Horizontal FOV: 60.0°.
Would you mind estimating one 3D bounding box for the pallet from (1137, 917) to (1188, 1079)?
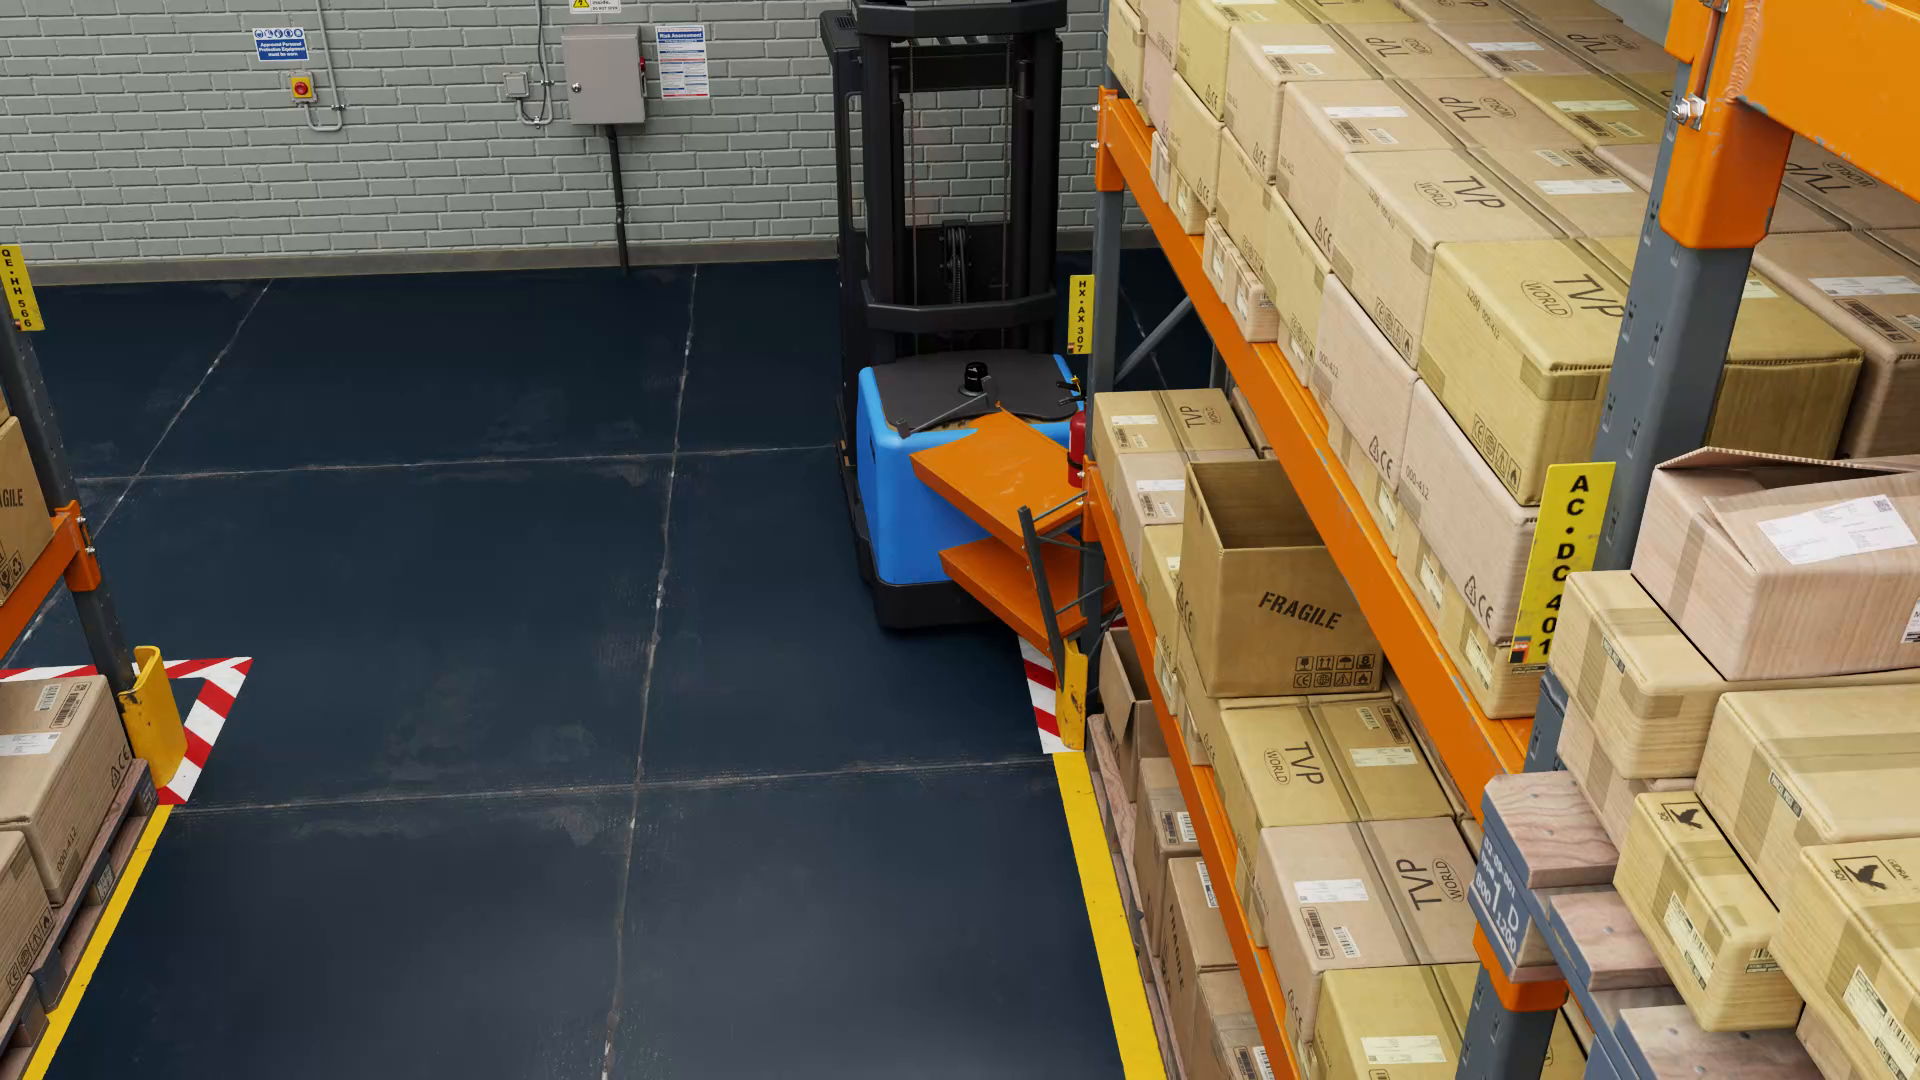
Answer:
[{"bbox_3d":[1.205,1.739,5.633,1.003,0.211,1.213,-3,31,-5],"label":"pallet"}]

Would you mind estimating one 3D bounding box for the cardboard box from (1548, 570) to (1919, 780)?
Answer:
[{"bbox_3d":[0.977,0.159,2.081,0.380,0.149,0.250,-2,31,-3],"label":"cardboard box"}]

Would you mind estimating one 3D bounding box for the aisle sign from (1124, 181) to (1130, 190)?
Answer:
[{"bbox_3d":[0.713,-1.662,6.073,0.394,0.787,0.004,-3,31,-5],"label":"aisle sign"}]

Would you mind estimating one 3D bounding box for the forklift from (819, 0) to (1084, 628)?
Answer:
[{"bbox_3d":[-0.099,-1.576,8.531,1.130,2.935,3.031,-5,31,-8],"label":"forklift"}]

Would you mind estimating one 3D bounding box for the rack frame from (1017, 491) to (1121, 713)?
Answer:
[{"bbox_3d":[0.565,0.222,7.008,0.500,1.125,0.032,-28,36,-19],"label":"rack frame"}]

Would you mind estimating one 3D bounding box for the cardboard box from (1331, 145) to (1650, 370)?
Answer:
[{"bbox_3d":[1.043,-0.554,3.196,0.500,0.250,0.500,-3,31,-5],"label":"cardboard box"}]

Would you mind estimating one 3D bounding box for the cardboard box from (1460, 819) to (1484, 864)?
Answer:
[{"bbox_3d":[1.554,0.932,4.121,0.500,0.250,0.500,-3,31,-5],"label":"cardboard box"}]

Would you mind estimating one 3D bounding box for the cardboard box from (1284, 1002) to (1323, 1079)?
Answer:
[{"bbox_3d":[1.010,1.210,4.044,0.380,0.149,0.250,-2,31,-3],"label":"cardboard box"}]

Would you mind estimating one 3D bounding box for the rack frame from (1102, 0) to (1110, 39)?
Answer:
[{"bbox_3d":[1.012,-3.101,5.167,1.000,3.000,0.127,-3,31,-5],"label":"rack frame"}]

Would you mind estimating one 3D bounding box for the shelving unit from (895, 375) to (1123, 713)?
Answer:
[{"bbox_3d":[0.307,0.021,7.397,0.538,1.125,1.048,-28,36,-19],"label":"shelving unit"}]

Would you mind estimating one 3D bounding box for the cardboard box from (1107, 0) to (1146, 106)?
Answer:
[{"bbox_3d":[0.781,-1.637,5.497,0.500,0.250,0.500,-3,31,-5],"label":"cardboard box"}]

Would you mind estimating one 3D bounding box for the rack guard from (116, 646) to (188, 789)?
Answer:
[{"bbox_3d":[-3.932,0.775,6.965,1.175,0.500,0.348,-3,31,-5],"label":"rack guard"}]

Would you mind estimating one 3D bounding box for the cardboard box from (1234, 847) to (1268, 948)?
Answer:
[{"bbox_3d":[0.961,0.946,4.486,0.380,0.149,0.250,-3,31,-5],"label":"cardboard box"}]

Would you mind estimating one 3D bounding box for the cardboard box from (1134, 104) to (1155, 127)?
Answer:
[{"bbox_3d":[0.810,-1.532,5.709,0.380,0.149,0.250,-2,31,-4],"label":"cardboard box"}]

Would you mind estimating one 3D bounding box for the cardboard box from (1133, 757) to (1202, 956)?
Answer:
[{"bbox_3d":[1.016,1.122,5.974,0.700,0.500,0.500,-2,31,-3],"label":"cardboard box"}]

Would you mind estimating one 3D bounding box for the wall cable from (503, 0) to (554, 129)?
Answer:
[{"bbox_3d":[-3.069,-3.674,10.985,0.588,1.984,0.122,-3,31,-5],"label":"wall cable"}]

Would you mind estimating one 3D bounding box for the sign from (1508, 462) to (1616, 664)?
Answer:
[{"bbox_3d":[0.846,0.037,2.334,0.100,0.325,0.005,-3,31,-5],"label":"sign"}]

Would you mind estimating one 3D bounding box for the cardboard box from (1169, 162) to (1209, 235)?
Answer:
[{"bbox_3d":[0.820,-1.002,4.822,0.380,0.149,0.250,-3,31,-5],"label":"cardboard box"}]

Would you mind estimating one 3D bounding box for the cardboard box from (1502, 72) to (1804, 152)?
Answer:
[{"bbox_3d":[1.511,-0.839,3.672,0.500,0.250,0.500,-3,31,-5],"label":"cardboard box"}]

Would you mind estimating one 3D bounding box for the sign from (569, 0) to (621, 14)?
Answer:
[{"bbox_3d":[-2.449,-3.647,11.126,0.339,0.242,0.001,-3,31,-5],"label":"sign"}]

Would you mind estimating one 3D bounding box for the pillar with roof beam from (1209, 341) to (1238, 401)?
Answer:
[{"bbox_3d":[-2.629,-4.315,7.198,9.100,9.000,0.400,-3,31,-5],"label":"pillar with roof beam"}]

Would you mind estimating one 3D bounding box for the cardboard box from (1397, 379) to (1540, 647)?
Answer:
[{"bbox_3d":[1.091,-0.069,2.871,0.500,0.250,0.500,-3,31,-4],"label":"cardboard box"}]

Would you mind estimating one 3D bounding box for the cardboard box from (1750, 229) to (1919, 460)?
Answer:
[{"bbox_3d":[1.622,-0.316,2.797,0.500,0.250,0.500,-3,31,-5],"label":"cardboard box"}]

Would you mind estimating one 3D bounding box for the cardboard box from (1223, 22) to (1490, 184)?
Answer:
[{"bbox_3d":[0.950,-1.077,4.071,0.500,0.250,0.500,-2,31,-3],"label":"cardboard box"}]

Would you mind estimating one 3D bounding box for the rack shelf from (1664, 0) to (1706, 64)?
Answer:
[{"bbox_3d":[1.199,-1.770,3.642,1.077,0.370,4.000,-3,31,-5],"label":"rack shelf"}]

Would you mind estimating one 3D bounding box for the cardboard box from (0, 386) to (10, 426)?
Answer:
[{"bbox_3d":[-3.648,-0.523,5.629,0.500,0.500,0.500,-2,31,-3],"label":"cardboard box"}]

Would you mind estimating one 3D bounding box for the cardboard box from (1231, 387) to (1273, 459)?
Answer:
[{"bbox_3d":[1.319,-0.367,6.295,0.500,0.250,0.500,-2,31,-3],"label":"cardboard box"}]

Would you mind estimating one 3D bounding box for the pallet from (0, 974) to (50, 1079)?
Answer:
[{"bbox_3d":[-3.666,1.937,5.301,1.003,0.211,1.213,-3,31,-5],"label":"pallet"}]

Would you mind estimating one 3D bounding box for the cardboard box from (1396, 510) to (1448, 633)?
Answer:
[{"bbox_3d":[1.038,0.042,3.074,0.380,0.149,0.250,-3,31,-5],"label":"cardboard box"}]

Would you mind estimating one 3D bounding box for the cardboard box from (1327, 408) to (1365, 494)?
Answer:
[{"bbox_3d":[1.003,-0.221,3.515,0.380,0.149,0.250,-3,31,-5],"label":"cardboard box"}]

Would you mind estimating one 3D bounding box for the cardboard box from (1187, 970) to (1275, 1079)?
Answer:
[{"bbox_3d":[1.113,1.652,5.087,0.700,0.500,0.500,-4,31,-6],"label":"cardboard box"}]

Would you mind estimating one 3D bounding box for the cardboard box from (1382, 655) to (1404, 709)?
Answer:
[{"bbox_3d":[1.456,0.416,4.984,0.500,0.250,0.500,-3,31,-5],"label":"cardboard box"}]

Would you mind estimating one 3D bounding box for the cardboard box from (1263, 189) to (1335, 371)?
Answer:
[{"bbox_3d":[0.996,-0.596,3.753,0.500,0.250,0.500,-2,31,-4],"label":"cardboard box"}]

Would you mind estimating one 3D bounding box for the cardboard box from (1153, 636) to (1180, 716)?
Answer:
[{"bbox_3d":[0.840,0.423,5.361,0.380,0.149,0.250,-4,31,-6],"label":"cardboard box"}]

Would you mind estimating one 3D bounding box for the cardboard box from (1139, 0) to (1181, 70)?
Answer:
[{"bbox_3d":[0.832,-1.592,4.934,0.500,0.250,0.500,-3,31,-5],"label":"cardboard box"}]

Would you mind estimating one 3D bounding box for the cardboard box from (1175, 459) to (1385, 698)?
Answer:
[{"bbox_3d":[0.926,0.099,4.783,0.500,0.500,0.500,-2,31,-3],"label":"cardboard box"}]

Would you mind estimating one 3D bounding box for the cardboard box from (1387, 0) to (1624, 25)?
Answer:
[{"bbox_3d":[1.438,-1.350,4.528,0.500,0.250,0.500,-2,31,-4],"label":"cardboard box"}]

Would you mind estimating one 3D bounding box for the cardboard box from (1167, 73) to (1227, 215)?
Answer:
[{"bbox_3d":[0.884,-1.117,4.625,0.500,0.250,0.500,-4,31,-6],"label":"cardboard box"}]

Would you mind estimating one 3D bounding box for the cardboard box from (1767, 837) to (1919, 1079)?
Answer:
[{"bbox_3d":[1.054,0.424,1.639,0.380,0.149,0.250,-3,31,-6],"label":"cardboard box"}]

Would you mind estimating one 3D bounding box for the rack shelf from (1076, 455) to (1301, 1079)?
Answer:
[{"bbox_3d":[1.199,0.804,5.180,1.077,0.370,4.000,-3,31,-5],"label":"rack shelf"}]

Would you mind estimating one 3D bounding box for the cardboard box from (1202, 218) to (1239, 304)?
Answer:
[{"bbox_3d":[0.857,-0.744,4.391,0.380,0.149,0.250,-3,31,-4],"label":"cardboard box"}]

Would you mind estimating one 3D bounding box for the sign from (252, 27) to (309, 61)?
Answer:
[{"bbox_3d":[-4.534,-3.309,11.101,0.327,0.218,0.001,-3,31,-5],"label":"sign"}]

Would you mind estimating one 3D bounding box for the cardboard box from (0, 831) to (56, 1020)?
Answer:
[{"bbox_3d":[-3.675,1.433,5.515,0.875,0.438,0.875,-2,31,-3],"label":"cardboard box"}]

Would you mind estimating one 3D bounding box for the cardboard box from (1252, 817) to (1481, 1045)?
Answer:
[{"bbox_3d":[1.033,0.950,4.091,0.500,0.250,0.500,-3,31,-4],"label":"cardboard box"}]

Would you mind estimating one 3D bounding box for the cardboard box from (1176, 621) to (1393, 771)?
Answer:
[{"bbox_3d":[0.953,0.432,4.958,0.500,0.250,0.500,-4,31,-6],"label":"cardboard box"}]

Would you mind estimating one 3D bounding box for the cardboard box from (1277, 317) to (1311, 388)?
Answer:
[{"bbox_3d":[0.978,-0.487,3.961,0.380,0.149,0.250,-2,31,-4],"label":"cardboard box"}]

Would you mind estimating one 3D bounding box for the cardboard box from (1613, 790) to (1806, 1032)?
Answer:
[{"bbox_3d":[1.007,0.419,1.937,0.380,0.149,0.250,-2,31,-4],"label":"cardboard box"}]

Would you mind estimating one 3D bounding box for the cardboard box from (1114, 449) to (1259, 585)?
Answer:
[{"bbox_3d":[0.833,-0.087,5.827,0.500,0.250,0.500,-2,31,-4],"label":"cardboard box"}]

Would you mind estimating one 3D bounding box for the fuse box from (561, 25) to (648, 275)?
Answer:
[{"bbox_3d":[-2.375,-2.637,11.496,0.539,1.711,0.414,-3,31,-5],"label":"fuse box"}]

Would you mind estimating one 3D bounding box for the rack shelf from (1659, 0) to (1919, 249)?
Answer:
[{"bbox_3d":[1.572,0.443,0.325,1.077,0.370,4.000,-3,31,-5],"label":"rack shelf"}]

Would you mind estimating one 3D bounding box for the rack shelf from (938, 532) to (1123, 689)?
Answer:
[{"bbox_3d":[0.360,0.217,7.534,0.538,0.278,1.000,-28,36,-19],"label":"rack shelf"}]

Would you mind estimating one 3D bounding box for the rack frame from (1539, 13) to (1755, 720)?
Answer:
[{"bbox_3d":[1.385,-1.059,1.748,1.000,3.000,0.127,-3,31,-5],"label":"rack frame"}]
